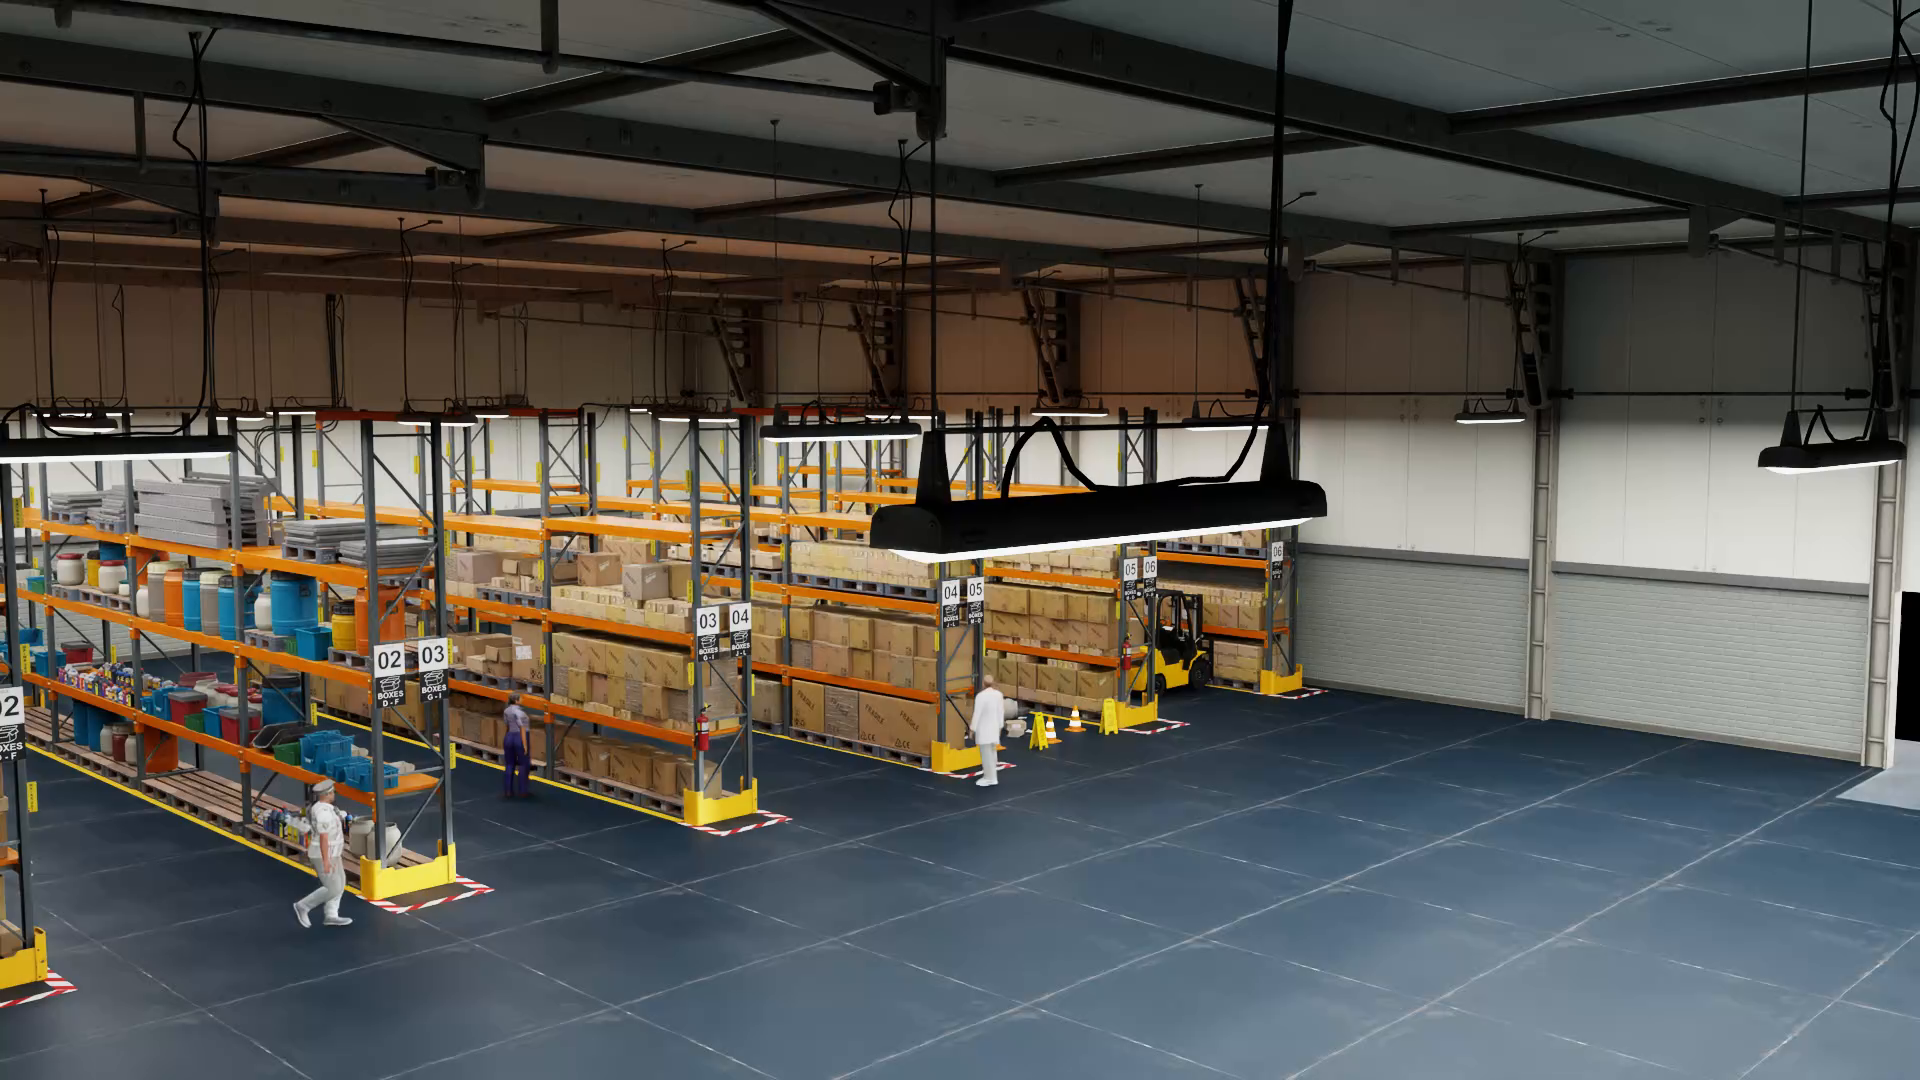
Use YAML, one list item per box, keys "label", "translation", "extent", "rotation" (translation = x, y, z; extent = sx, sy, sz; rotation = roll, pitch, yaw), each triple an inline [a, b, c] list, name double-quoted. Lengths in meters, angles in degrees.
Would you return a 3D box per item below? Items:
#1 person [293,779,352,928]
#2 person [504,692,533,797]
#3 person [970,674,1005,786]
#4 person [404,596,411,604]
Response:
- label: "person"
  translation: [-7.539, 3.709, 19.625]
  extent: [0.618, 1.746, 0.566]
  rotation: [-1, 5, -10]
- label: "person"
  translation: [-6.939, 3.192, 26.064]
  extent: [0.517, 1.650, 0.366]
  rotation: [2, 6, 25]
- label: "person"
  translation: [0.440, 3.066, 26.881]
  extent: [0.640, 1.801, 0.454]
  rotation: [-5, 7, -44]
- label: "person"
  translation: [-13.274, 2.003, 39.679]
  extent: [0.515, 1.614, 0.845]
  rotation: [-2, 5, -22]
